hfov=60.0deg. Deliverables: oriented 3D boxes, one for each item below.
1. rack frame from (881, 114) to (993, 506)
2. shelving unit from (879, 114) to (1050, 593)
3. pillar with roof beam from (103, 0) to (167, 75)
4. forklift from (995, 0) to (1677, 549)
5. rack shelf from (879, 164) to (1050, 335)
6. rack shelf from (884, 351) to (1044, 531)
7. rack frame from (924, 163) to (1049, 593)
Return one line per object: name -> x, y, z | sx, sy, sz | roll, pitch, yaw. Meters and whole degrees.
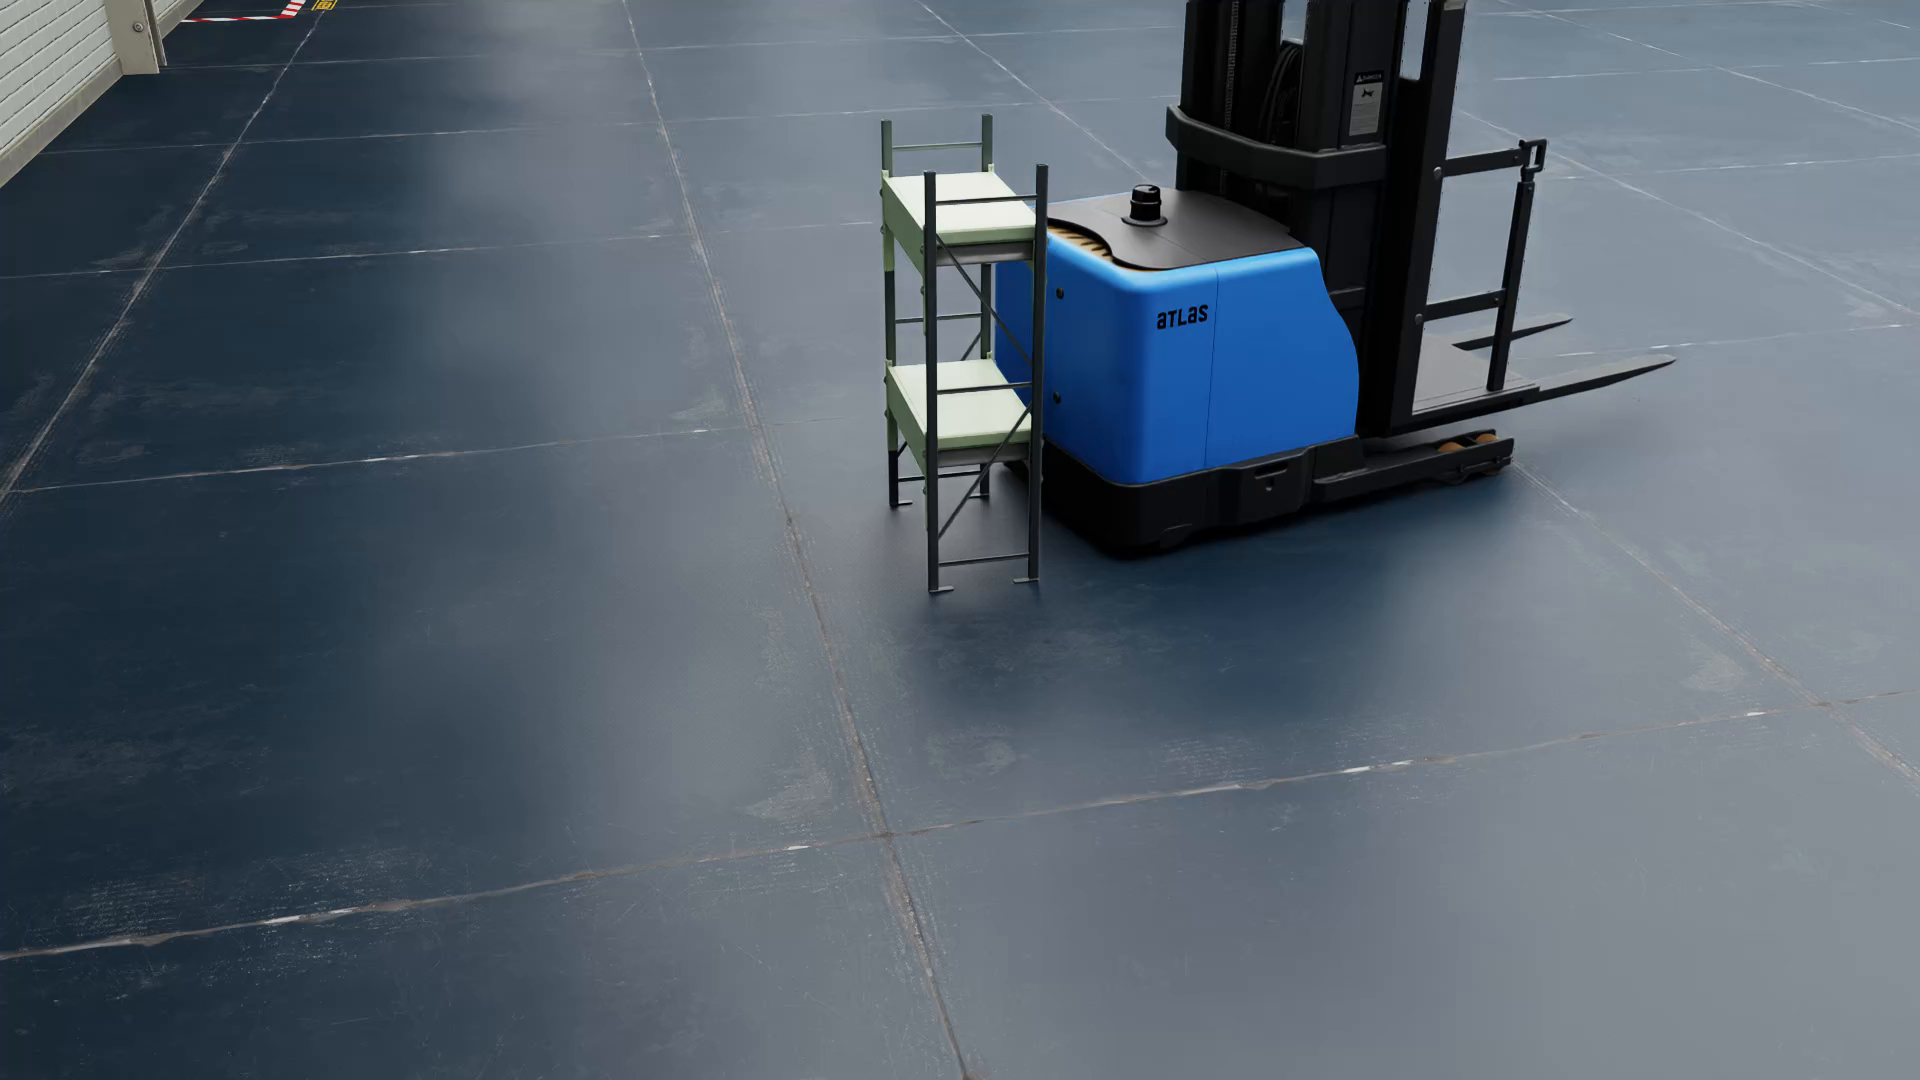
rack frame -> -0.081, -0.827, 6.225 | 0.400, 1.500, 0.023 | -6, 27, -12
shelving unit -> 0.002, -0.667, 5.906 | 0.431, 1.500, 0.755 | -6, 27, -12
pillar with roof beam -> -2.791, -8.477, 13.059 | 9.100, 9.000, 0.400 | -6, 27, -12
forklift -> 1.672, -1.729, 6.422 | 3.031, 2.935, 1.130 | -13, 30, -24
rack shelf -> 0.002, -1.015, 5.730 | 0.431, 0.370, 0.720 | -6, 27, -12
rack shelf -> 0.002, -0.376, 6.053 | 0.431, 0.370, 0.720 | -6, 27, -12
rack frame -> 0.084, -0.506, 5.588 | 0.400, 1.500, 0.023 | -6, 27, -12
